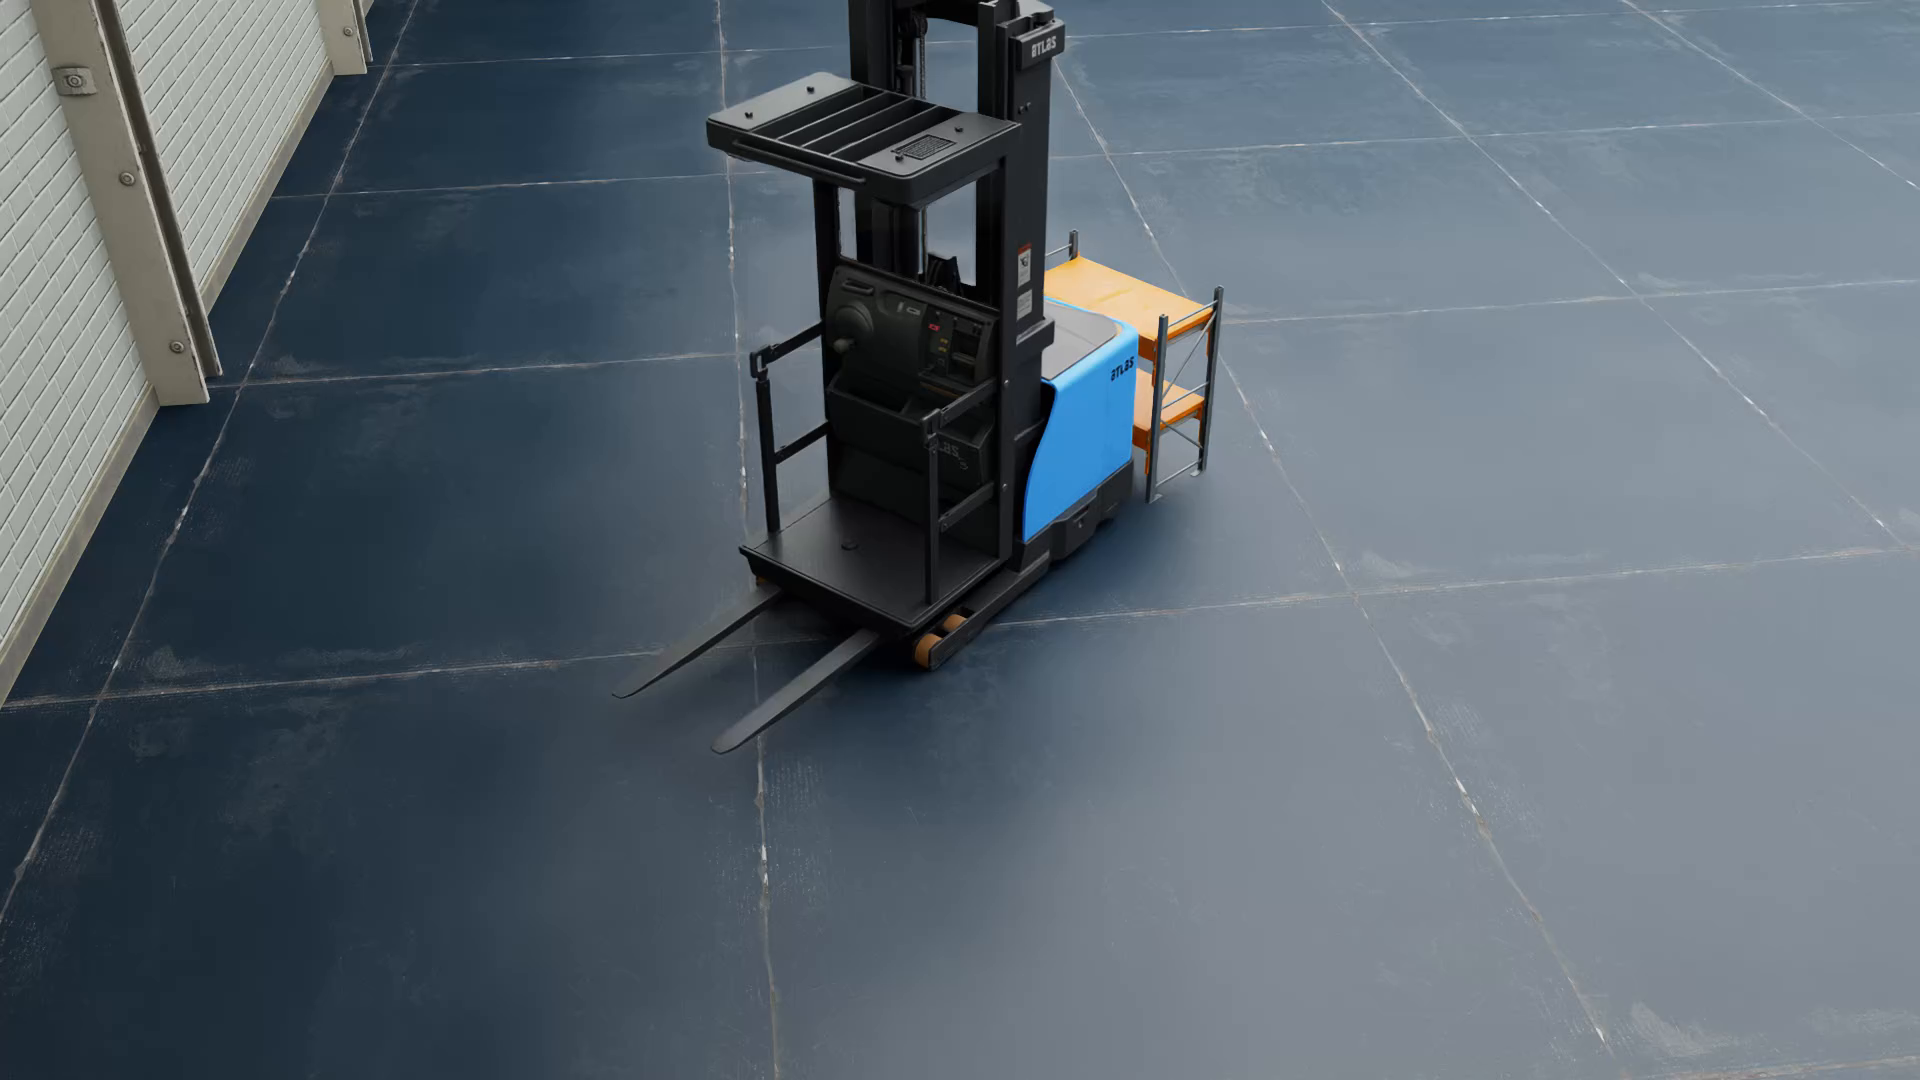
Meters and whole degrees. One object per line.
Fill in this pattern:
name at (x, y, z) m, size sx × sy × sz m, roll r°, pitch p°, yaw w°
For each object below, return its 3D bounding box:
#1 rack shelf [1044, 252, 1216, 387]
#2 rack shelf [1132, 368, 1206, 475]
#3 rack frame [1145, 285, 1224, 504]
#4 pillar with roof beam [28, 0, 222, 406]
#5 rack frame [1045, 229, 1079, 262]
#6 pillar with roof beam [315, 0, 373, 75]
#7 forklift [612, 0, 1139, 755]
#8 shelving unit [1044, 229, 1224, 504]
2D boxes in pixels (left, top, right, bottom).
rack shelf at (0.835, -1.209, 9.006) m, size 0.538 × 0.278 × 1.000 m, roll -29°, pitch 44°, yaw -36°
rack shelf at (0.835, -0.765, 9.308) m, size 0.538 × 0.278 × 1.000 m, roll -29°, pitch 44°, yaw -36°
rack frame at (1.195, -0.765, 8.874) m, size 0.500 × 1.125 × 0.032 m, roll -29°, pitch 44°, yaw -36°
pillar with roof beam at (-0.418, -4.964, 8.044) m, size 9.100 × 9.000 × 0.400 m, roll -4°, pitch 35°, yaw -6°
rack frame at (0.476, -1.170, 9.468) m, size 0.500 × 1.125 × 0.032 m, roll -29°, pitch 44°, yaw -36°
pillar with roof beam at (-1.225, -8.313, 12.957) m, size 9.100 × 9.000 × 0.400 m, roll -4°, pitch 35°, yaw -6°
forklift at (-0.364, -0.915, 7.490) m, size 1.130 × 2.935 × 3.031 m, roll 23°, pitch 41°, yaw 30°
shelving unit at (0.835, -0.967, 9.171) m, size 0.538 × 1.125 × 1.048 m, roll -29°, pitch 44°, yaw -36°
